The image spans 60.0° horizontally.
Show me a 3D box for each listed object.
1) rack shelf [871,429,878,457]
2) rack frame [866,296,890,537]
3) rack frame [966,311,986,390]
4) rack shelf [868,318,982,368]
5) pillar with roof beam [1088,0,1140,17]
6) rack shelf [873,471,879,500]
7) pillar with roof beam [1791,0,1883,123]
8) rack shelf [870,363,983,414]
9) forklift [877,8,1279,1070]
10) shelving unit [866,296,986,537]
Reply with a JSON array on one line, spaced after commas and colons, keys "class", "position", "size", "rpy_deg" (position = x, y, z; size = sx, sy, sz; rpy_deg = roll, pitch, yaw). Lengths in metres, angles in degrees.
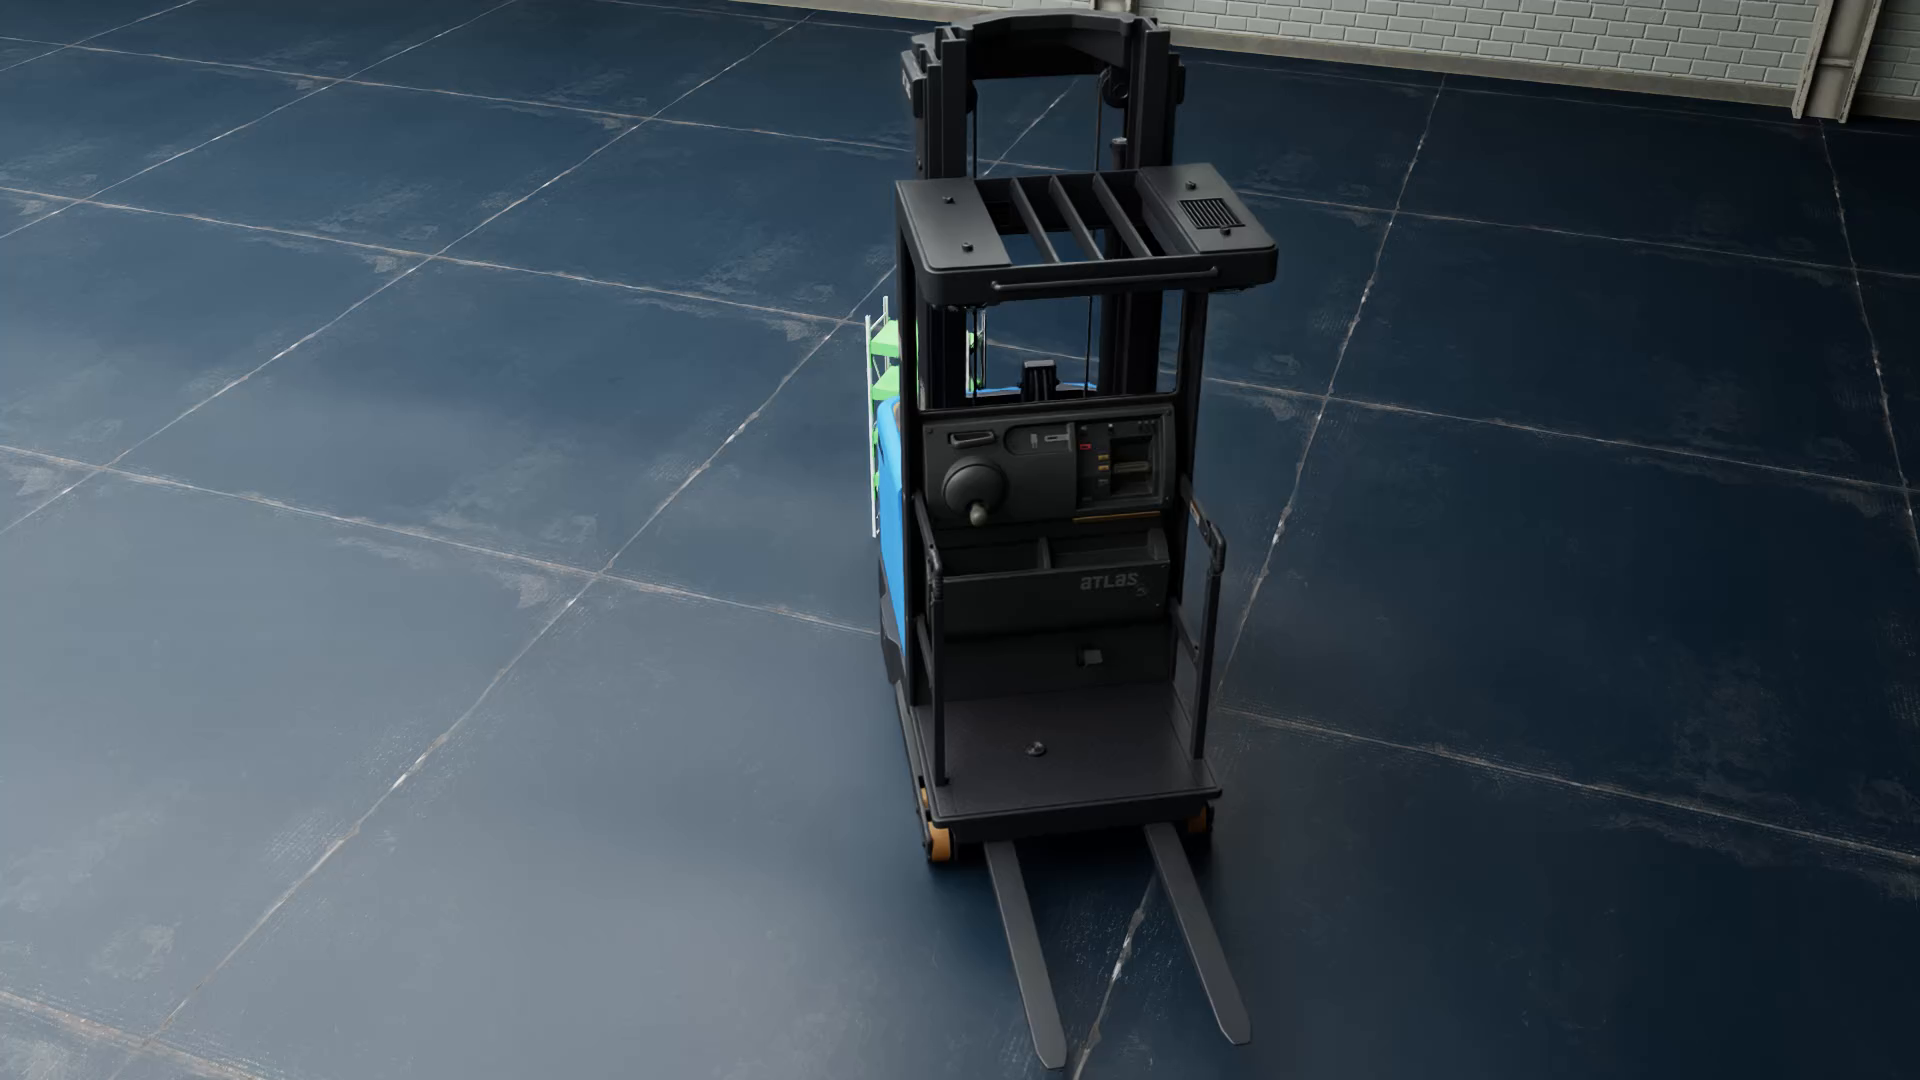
[{"class": "rack shelf", "position": [-0.156, -0.481, 8.006], "size": [0.480, 0.148, 0.258], "rpy_deg": [11, 34, 16]}, {"class": "rack frame", "position": [-0.386, -0.579, 8.041], "size": [0.015, 1.200, 0.240], "rpy_deg": [11, 34, 16]}, {"class": "rack frame", "position": [0.074, -0.490, 7.902], "size": [0.015, 1.200, 0.240], "rpy_deg": [11, 34, 16]}, {"class": "rack shelf", "position": [-0.156, -0.884, 7.746], "size": [0.480, 0.148, 0.258], "rpy_deg": [11, 34, 16]}, {"class": "pillar with roof beam", "position": [-0.046, -6.174, 9.517], "size": [0.400, 9.000, 9.100], "rpy_deg": [11, 34, 16]}, {"class": "rack shelf", "position": [-0.156, -0.279, 8.136], "size": [0.480, 0.148, 0.258], "rpy_deg": [11, 34, 16]}, {"class": "pillar with roof beam", "position": [5.602, -5.076, 7.816], "size": [0.400, 9.000, 9.100], "rpy_deg": [11, 34, 16]}, {"class": "rack shelf", "position": [-0.156, -0.682, 7.876], "size": [0.480, 0.148, 0.258], "rpy_deg": [11, 34, 16]}, {"class": "forklift", "position": [0.366, -0.212, 5.877], "size": [1.130, 2.935, 3.031], "rpy_deg": [-5, 33, -8]}, {"class": "shelving unit", "position": [-0.156, -0.534, 7.971], "size": [0.503, 1.200, 0.258], "rpy_deg": [11, 34, 16]}]
